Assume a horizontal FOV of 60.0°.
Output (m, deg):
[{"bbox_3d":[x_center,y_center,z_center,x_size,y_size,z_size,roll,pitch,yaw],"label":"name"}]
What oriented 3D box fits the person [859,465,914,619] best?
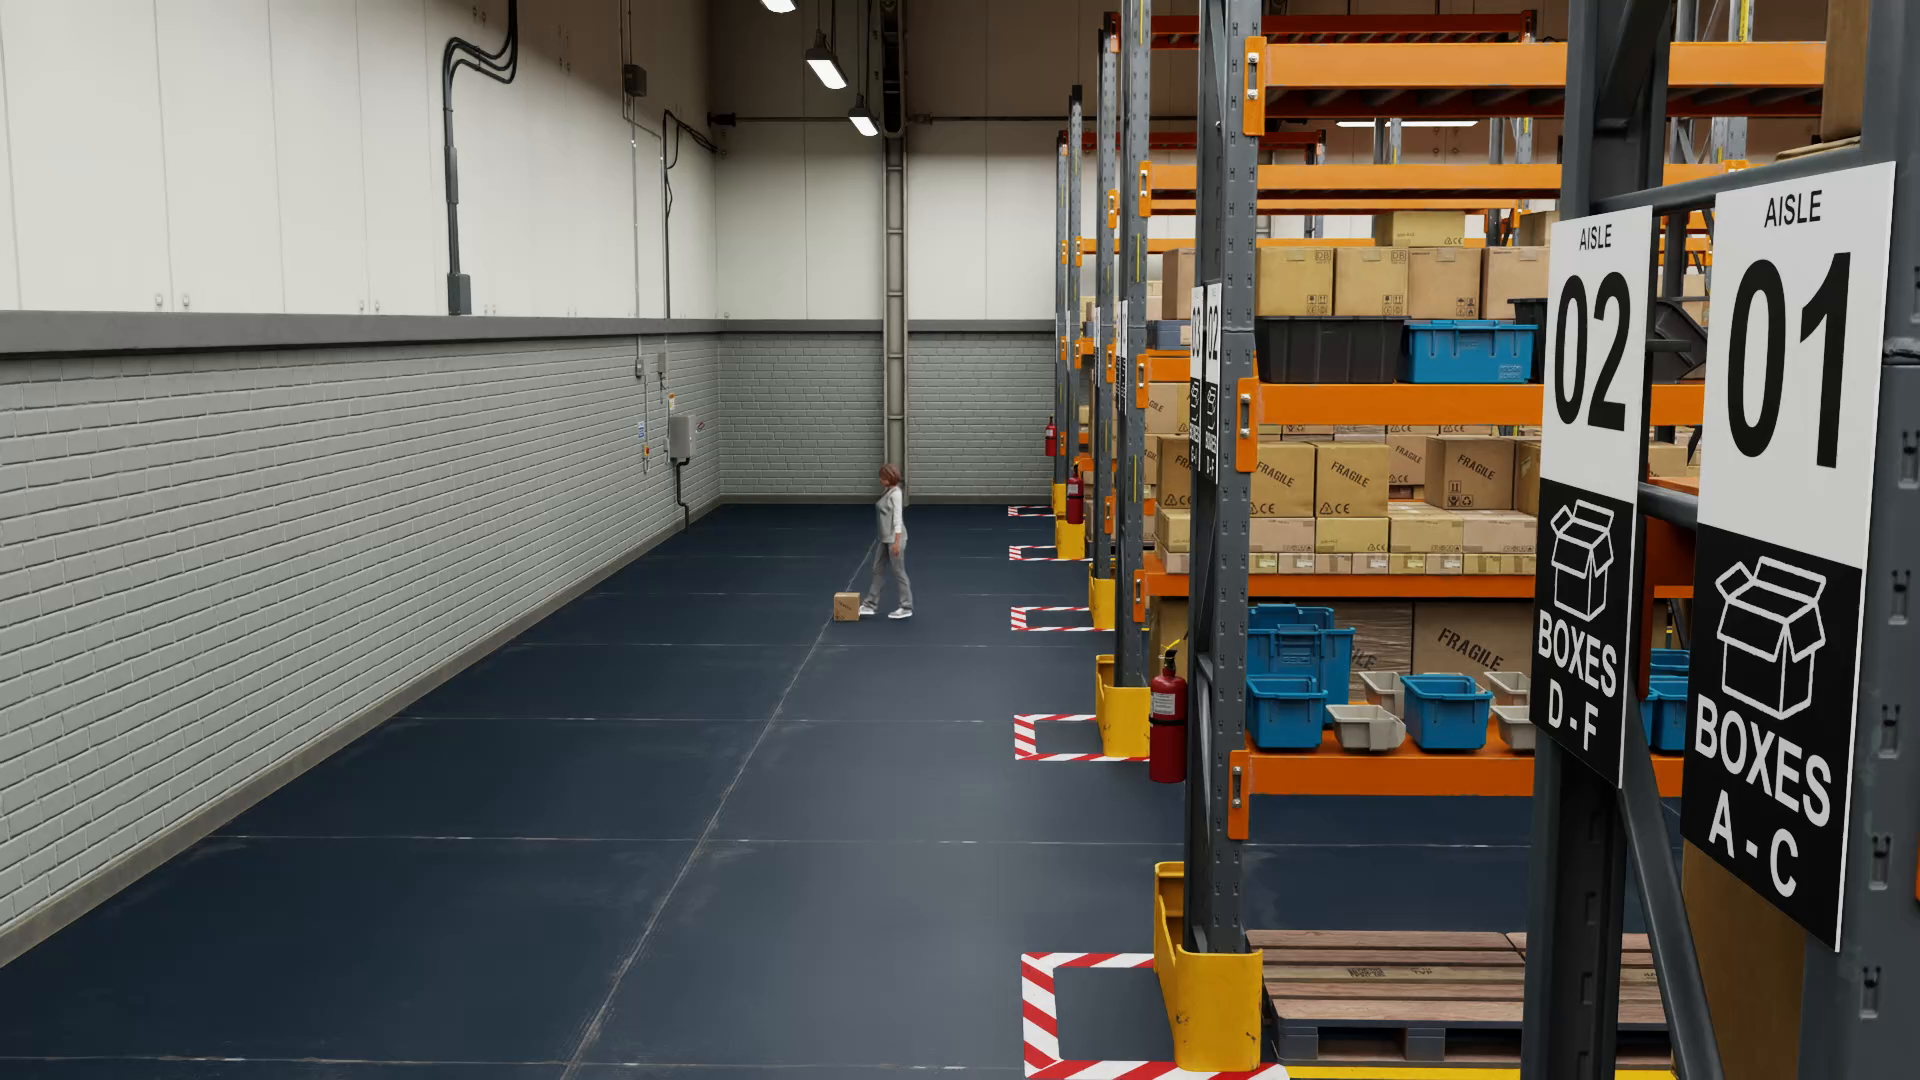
[{"bbox_3d":[-0.805,0.023,17.083,0.640,1.590,0.429,-3,8,-19],"label":"person"}]
